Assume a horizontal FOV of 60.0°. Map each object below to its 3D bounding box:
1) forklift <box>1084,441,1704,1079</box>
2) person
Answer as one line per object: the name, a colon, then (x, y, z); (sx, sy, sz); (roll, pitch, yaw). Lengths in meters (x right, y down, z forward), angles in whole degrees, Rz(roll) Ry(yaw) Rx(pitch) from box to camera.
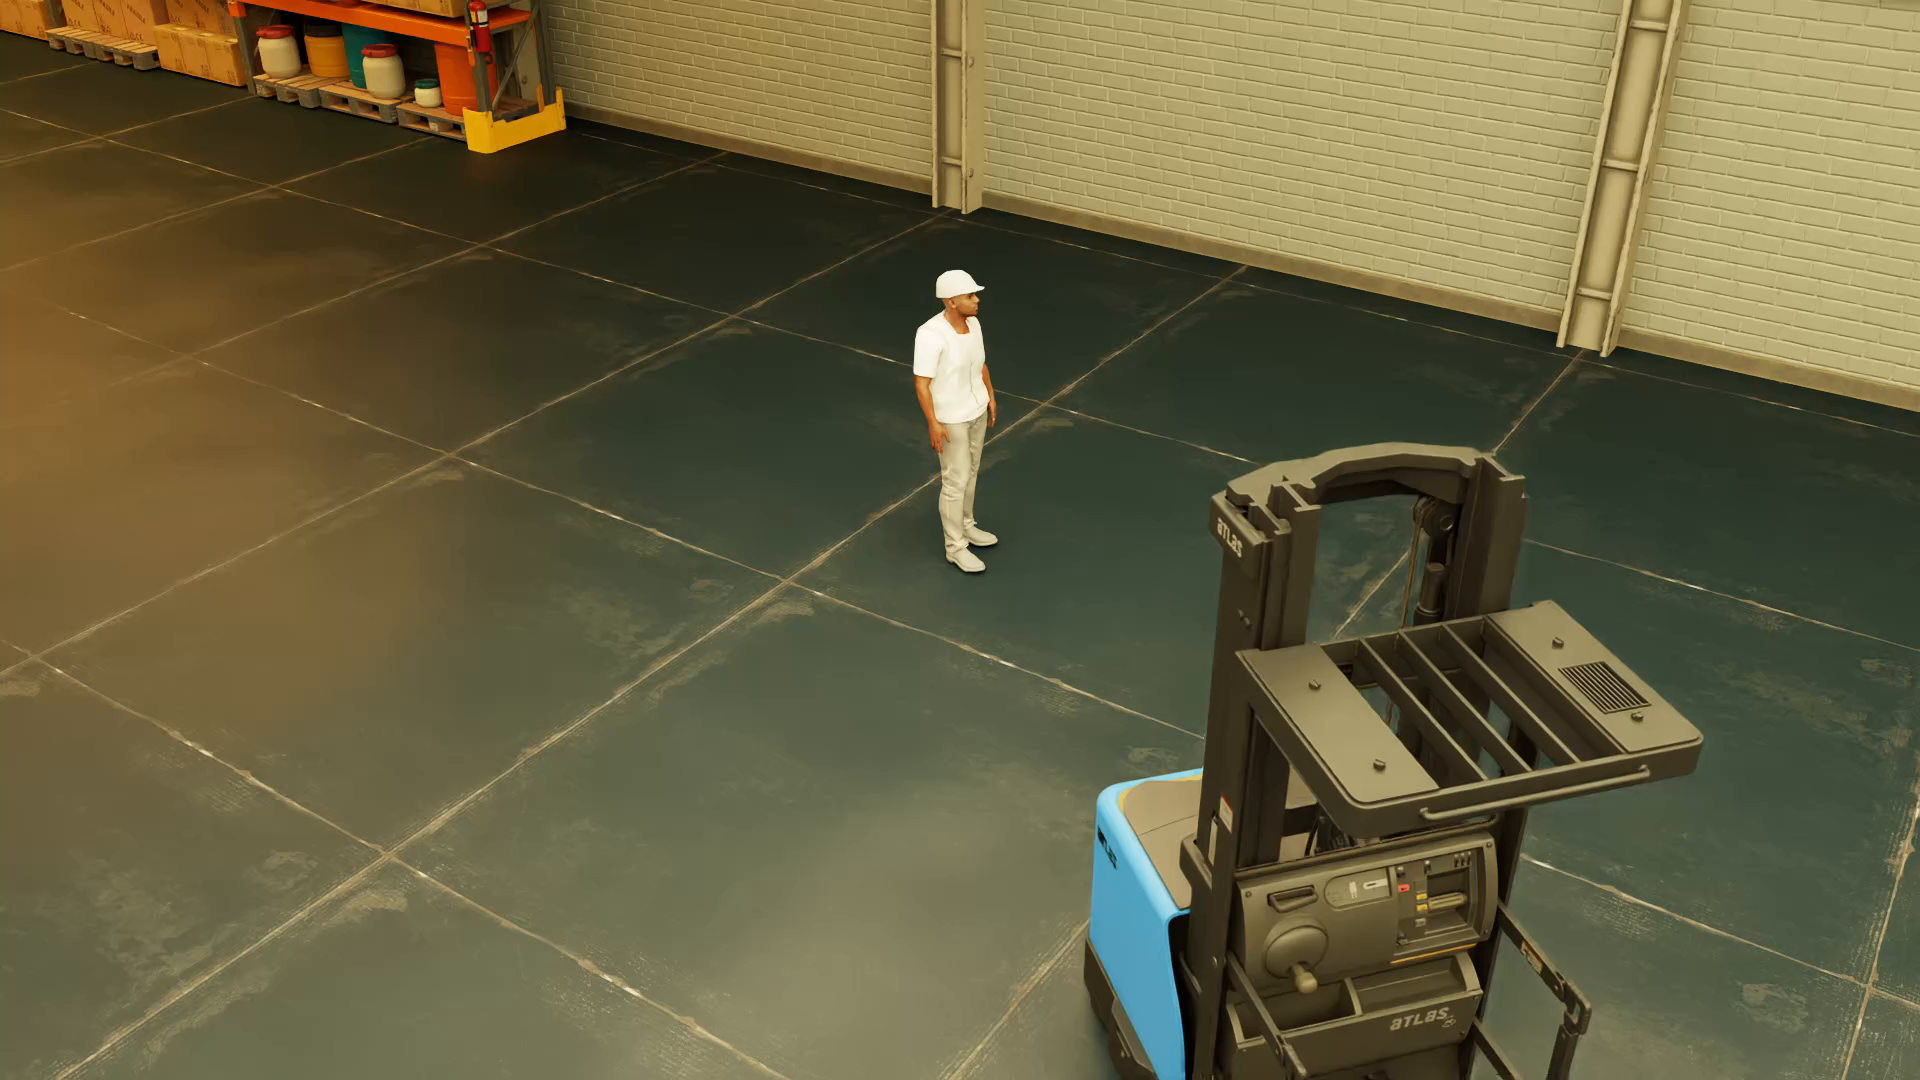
forklift: (1.425, 1.294, 5.354); (1.130, 2.935, 3.031); (-8, 31, -14)
person: (0.054, -0.748, 10.015); (0.577, 1.765, 0.665); (19, 35, 29)
